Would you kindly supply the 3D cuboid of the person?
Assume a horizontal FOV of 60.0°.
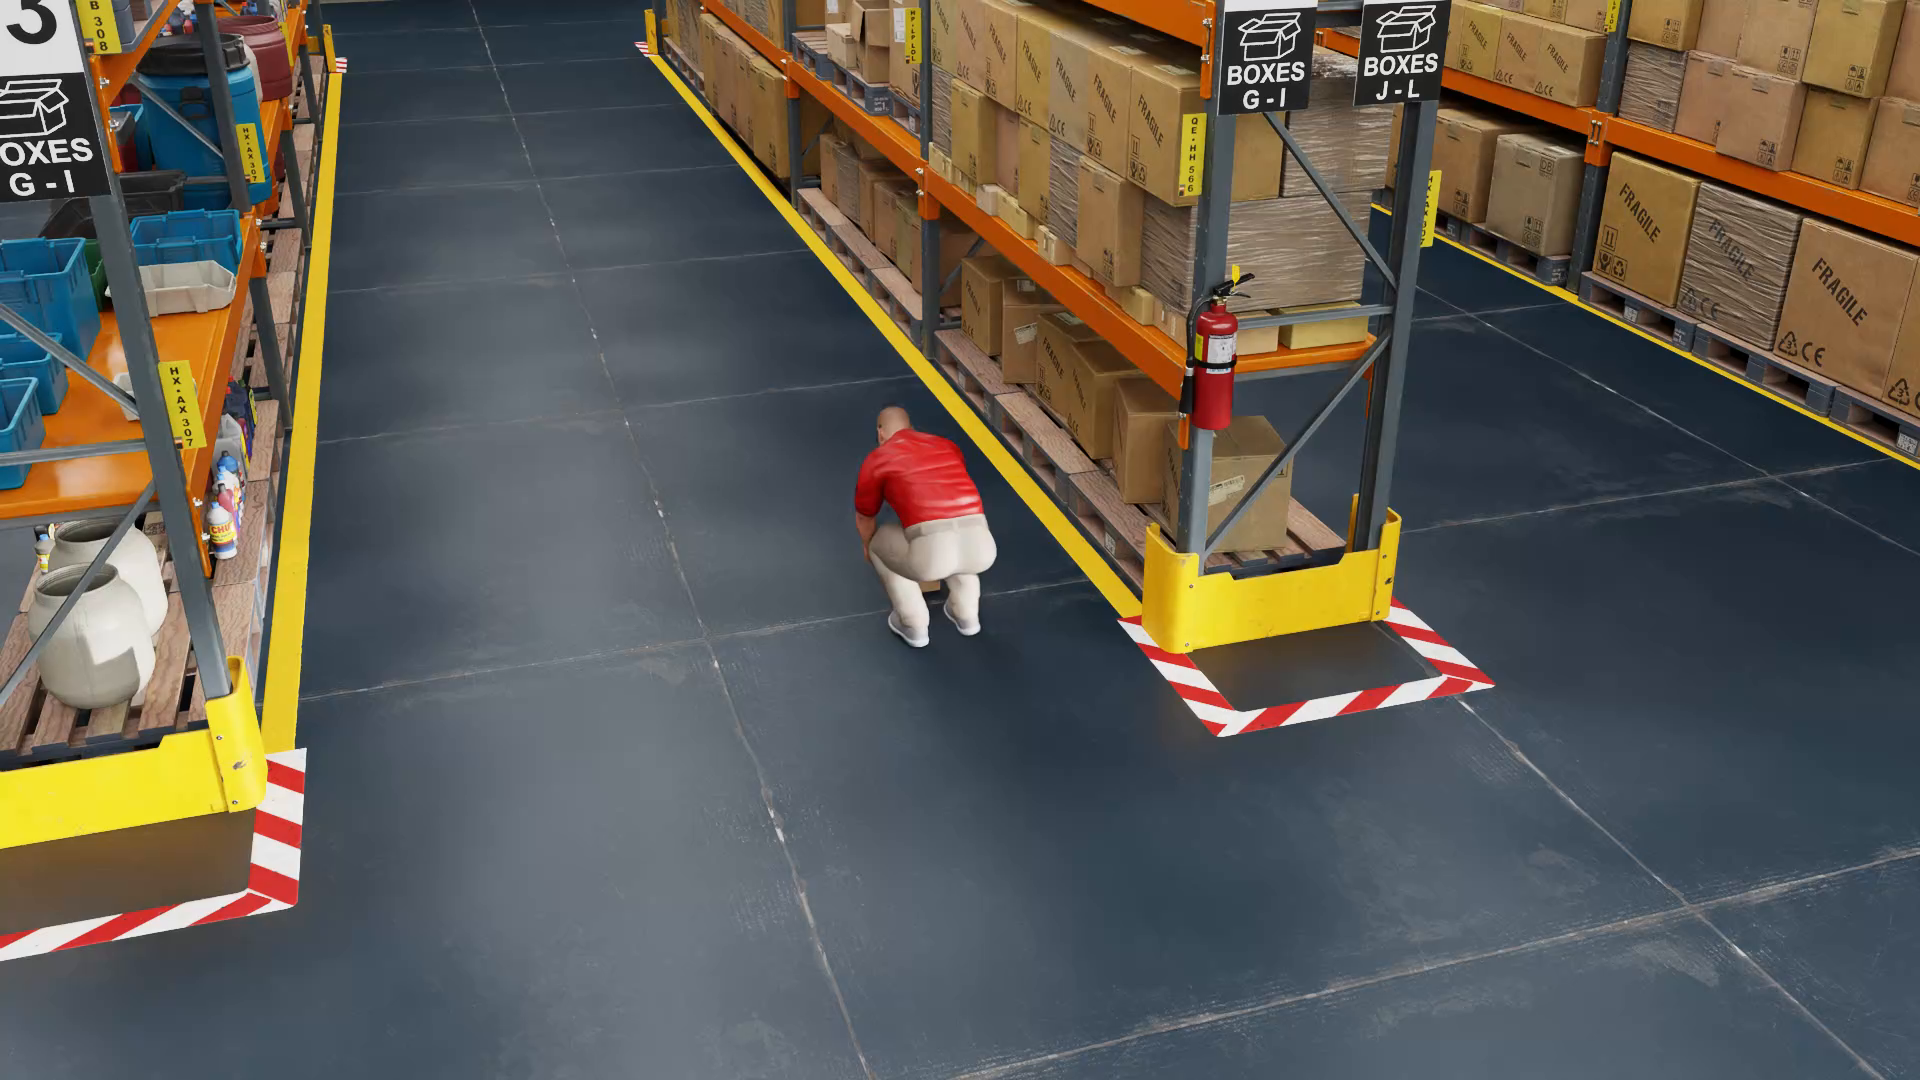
[{"bbox_3d":[-0.179,-0.066,7.657,0.559,0.949,0.838,-8,27,-16],"label":"person"}]
